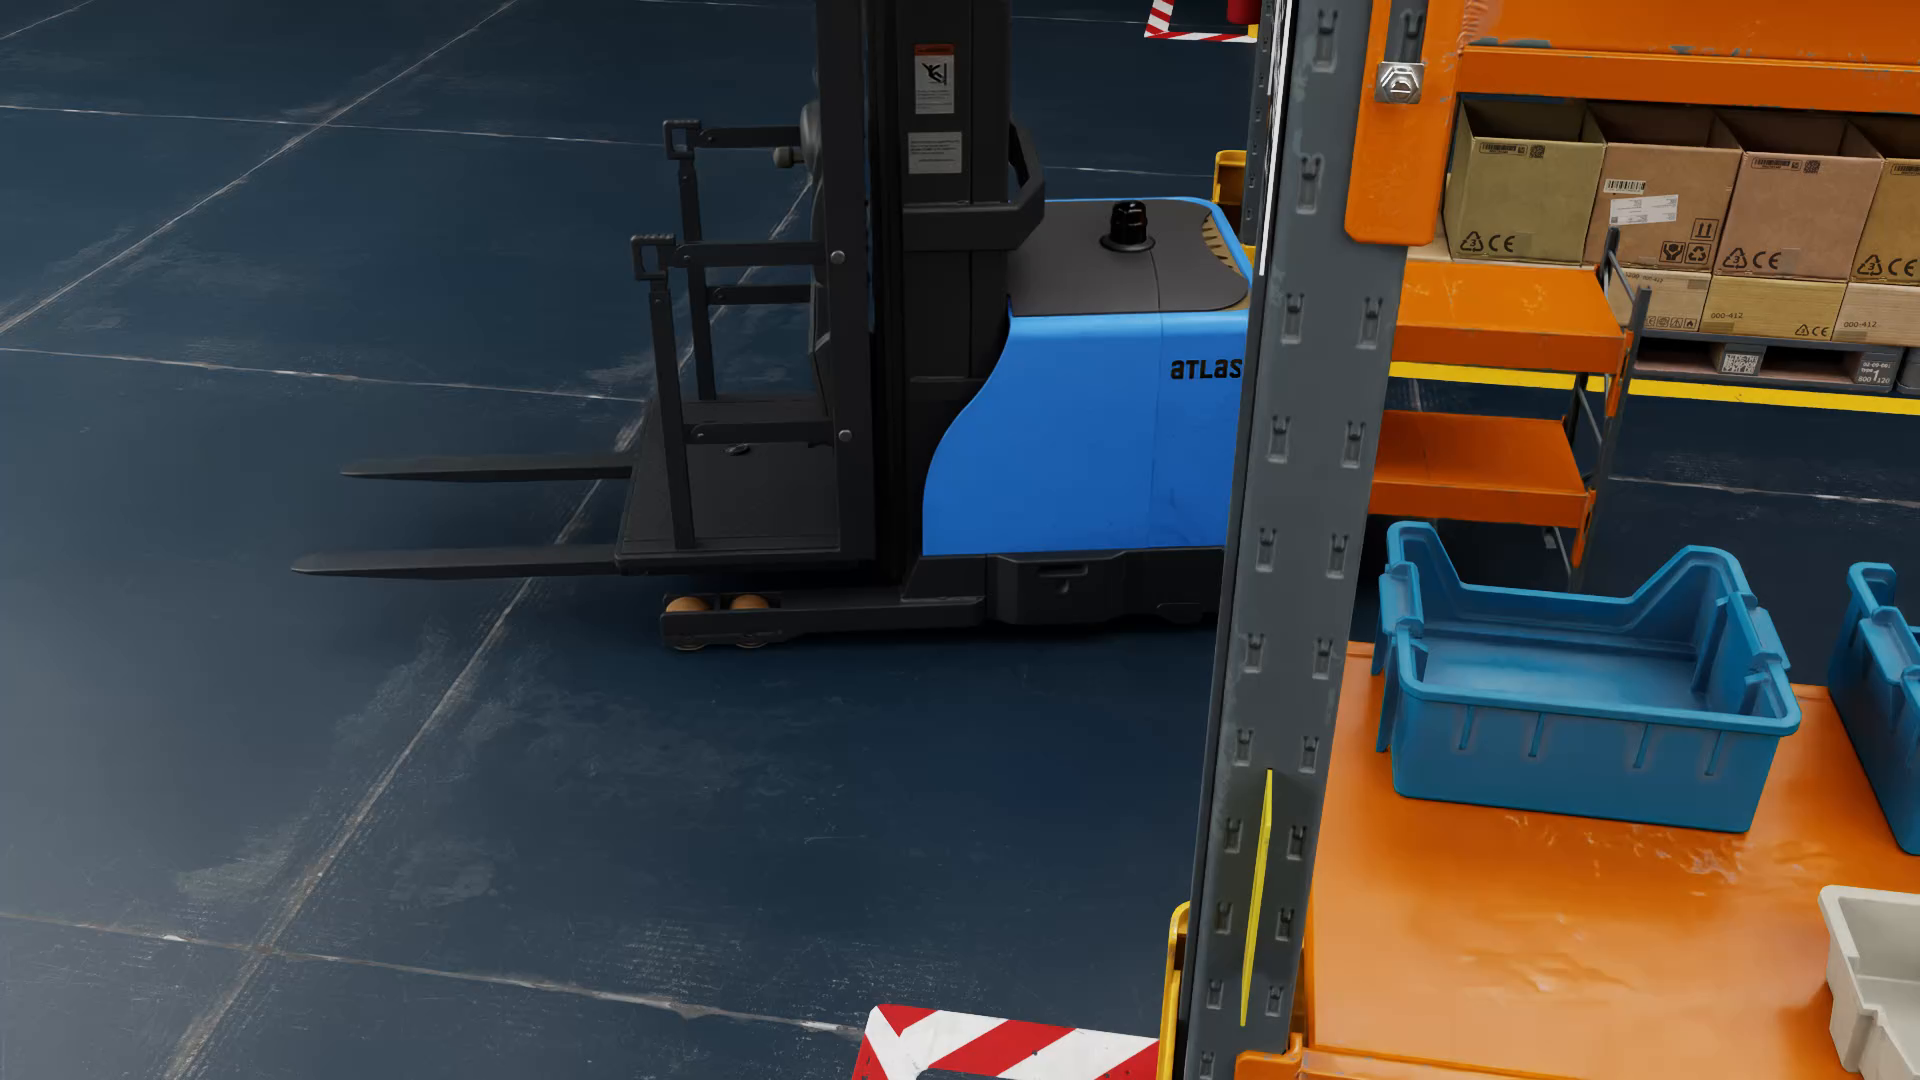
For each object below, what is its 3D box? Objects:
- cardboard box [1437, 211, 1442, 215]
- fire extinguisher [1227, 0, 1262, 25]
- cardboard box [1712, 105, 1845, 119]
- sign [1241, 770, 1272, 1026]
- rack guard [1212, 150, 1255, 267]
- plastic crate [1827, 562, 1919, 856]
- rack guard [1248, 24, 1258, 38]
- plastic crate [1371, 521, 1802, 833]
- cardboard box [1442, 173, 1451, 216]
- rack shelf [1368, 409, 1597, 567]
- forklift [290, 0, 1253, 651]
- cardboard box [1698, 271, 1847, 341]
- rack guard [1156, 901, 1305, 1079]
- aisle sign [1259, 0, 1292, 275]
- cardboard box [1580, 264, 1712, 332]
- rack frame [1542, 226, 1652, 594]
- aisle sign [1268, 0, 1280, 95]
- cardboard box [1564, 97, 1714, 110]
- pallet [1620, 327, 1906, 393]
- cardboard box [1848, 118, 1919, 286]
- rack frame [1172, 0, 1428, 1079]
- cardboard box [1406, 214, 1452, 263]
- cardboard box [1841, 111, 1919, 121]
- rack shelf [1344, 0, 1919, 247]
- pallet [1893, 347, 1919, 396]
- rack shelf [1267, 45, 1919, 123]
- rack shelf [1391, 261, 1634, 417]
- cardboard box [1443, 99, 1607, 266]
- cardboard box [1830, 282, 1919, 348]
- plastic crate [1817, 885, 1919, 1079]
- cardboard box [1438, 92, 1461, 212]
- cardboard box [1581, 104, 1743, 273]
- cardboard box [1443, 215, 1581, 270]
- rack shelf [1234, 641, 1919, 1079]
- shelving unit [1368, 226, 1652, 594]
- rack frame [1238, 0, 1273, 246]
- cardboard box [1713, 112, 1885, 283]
[{"bbox_3d":[1.864,-1.451,7.436,0.500,0.250,0.500,5,32,8],"label":"cardboard box"},{"bbox_3d":[1.247,-2.552,7.073,0.183,0.674,0.296,5,32,8],"label":"fire extinguisher"},{"bbox_3d":[3.345,-1.643,7.036,0.500,0.500,0.500,5,32,8],"label":"cardboard box"},{"bbox_3d":[0.352,0.429,1.977,0.005,0.325,0.100,5,32,8],"label":"sign"},{"bbox_3d":[1.262,-1.274,7.314,0.348,0.500,1.175,5,32,8],"label":"rack guard"},{"bbox_3d":[1.632,0.271,2.630,0.408,0.251,0.499,5,32,8],"label":"plastic crate"},{"bbox_3d":[2.190,-3.856,11.440,0.348,0.500,1.175,5,32,8],"label":"rack guard"},{"bbox_3d":[0.992,0.210,2.727,0.616,0.251,0.499,5,32,8],"label":"plastic crate"},{"bbox_3d":[2.359,-1.412,7.375,0.500,0.250,0.500,5,32,8],"label":"cardboard box"},{"bbox_3d":[1.505,-0.203,5.474,1.000,0.278,0.538,4,32,7],"label":"rack shelf"},{"bbox_3d":[-0.598,-1.186,4.883,3.031,2.935,1.130,-2,32,-3],"label":"forklift"},{"bbox_3d":[3.255,-1.045,6.788,0.500,0.250,0.500,5,32,8],"label":"cardboard box"},{"bbox_3d":[0.532,1.301,3.201,0.348,0.500,1.175,5,32,8],"label":"rack guard"},{"bbox_3d":[0.328,-0.696,1.585,0.004,0.787,0.394,5,32,8],"label":"aisle sign"},{"bbox_3d":[2.763,-1.092,6.863,0.500,0.250,0.500,5,32,8],"label":"cardboard box"},{"bbox_3d":[2.008,-0.373,5.286,0.032,1.125,0.500,4,32,7],"label":"rack frame"},{"bbox_3d":[0.428,-1.005,2.078,0.004,0.787,0.394,5,32,8],"label":"aisle sign"},{"bbox_3d":[2.853,-1.688,7.108,0.500,0.500,0.500,5,32,8],"label":"cardboard box"},{"bbox_3d":[3.246,-0.993,7.137,1.213,0.211,1.003,5,32,8],"label":"pallet"},{"bbox_3d":[3.750,-1.325,6.529,0.500,0.500,0.500,5,32,8],"label":"cardboard box"},{"bbox_3d":[0.448,0.261,2.506,0.053,2.616,0.949,5,32,8],"label":"rack frame"},{"bbox_3d":[1.777,-1.180,7.003,0.500,0.250,0.500,5,32,8],"label":"cardboard box"},{"bbox_3d":[3.838,-1.599,6.966,0.500,0.500,0.500,5,32,8],"label":"cardboard box"},{"bbox_3d":[2.420,-0.529,1.619,4.000,0.370,1.077,5,32,8],"label":"rack shelf"},{"bbox_3d":[4.452,-0.885,6.965,1.213,0.211,1.003,5,32,8],"label":"pallet"},{"bbox_3d":[3.257,-1.848,6.553,4.000,0.370,1.077,5,32,8],"label":"rack shelf"},{"bbox_3d":[1.505,-0.658,5.189,1.000,0.278,0.538,4,32,7],"label":"rack shelf"},{"bbox_3d":[2.270,-1.454,6.735,0.500,0.500,0.500,5,32,8],"label":"cardboard box"},{"bbox_3d":[3.748,-1.001,6.717,0.500,0.250,0.500,5,32,8],"label":"cardboard box"},{"bbox_3d":[1.277,0.619,2.183,0.250,0.136,0.298,5,32,8],"label":"plastic crate"},{"bbox_3d":[1.864,-1.770,7.239,0.500,0.500,0.500,5,32,8],"label":"cardboard box"},{"bbox_3d":[2.765,-1.416,6.674,0.500,0.500,0.500,5,32,8],"label":"cardboard box"},{"bbox_3d":[2.270,-1.137,6.935,0.500,0.250,0.500,5,32,8],"label":"cardboard box"},{"bbox_3d":[2.420,0.742,2.415,4.000,0.370,1.077,5,32,8],"label":"rack shelf"},{"bbox_3d":[1.505,-0.410,5.345,1.048,1.125,0.538,4,32,7],"label":"shelving unit"},{"bbox_3d":[1.286,-2.331,6.648,0.127,3.000,1.000,5,32,8],"label":"rack frame"},{"bbox_3d":[3.255,-1.362,6.588,0.500,0.500,0.500,5,32,8],"label":"cardboard box"}]
